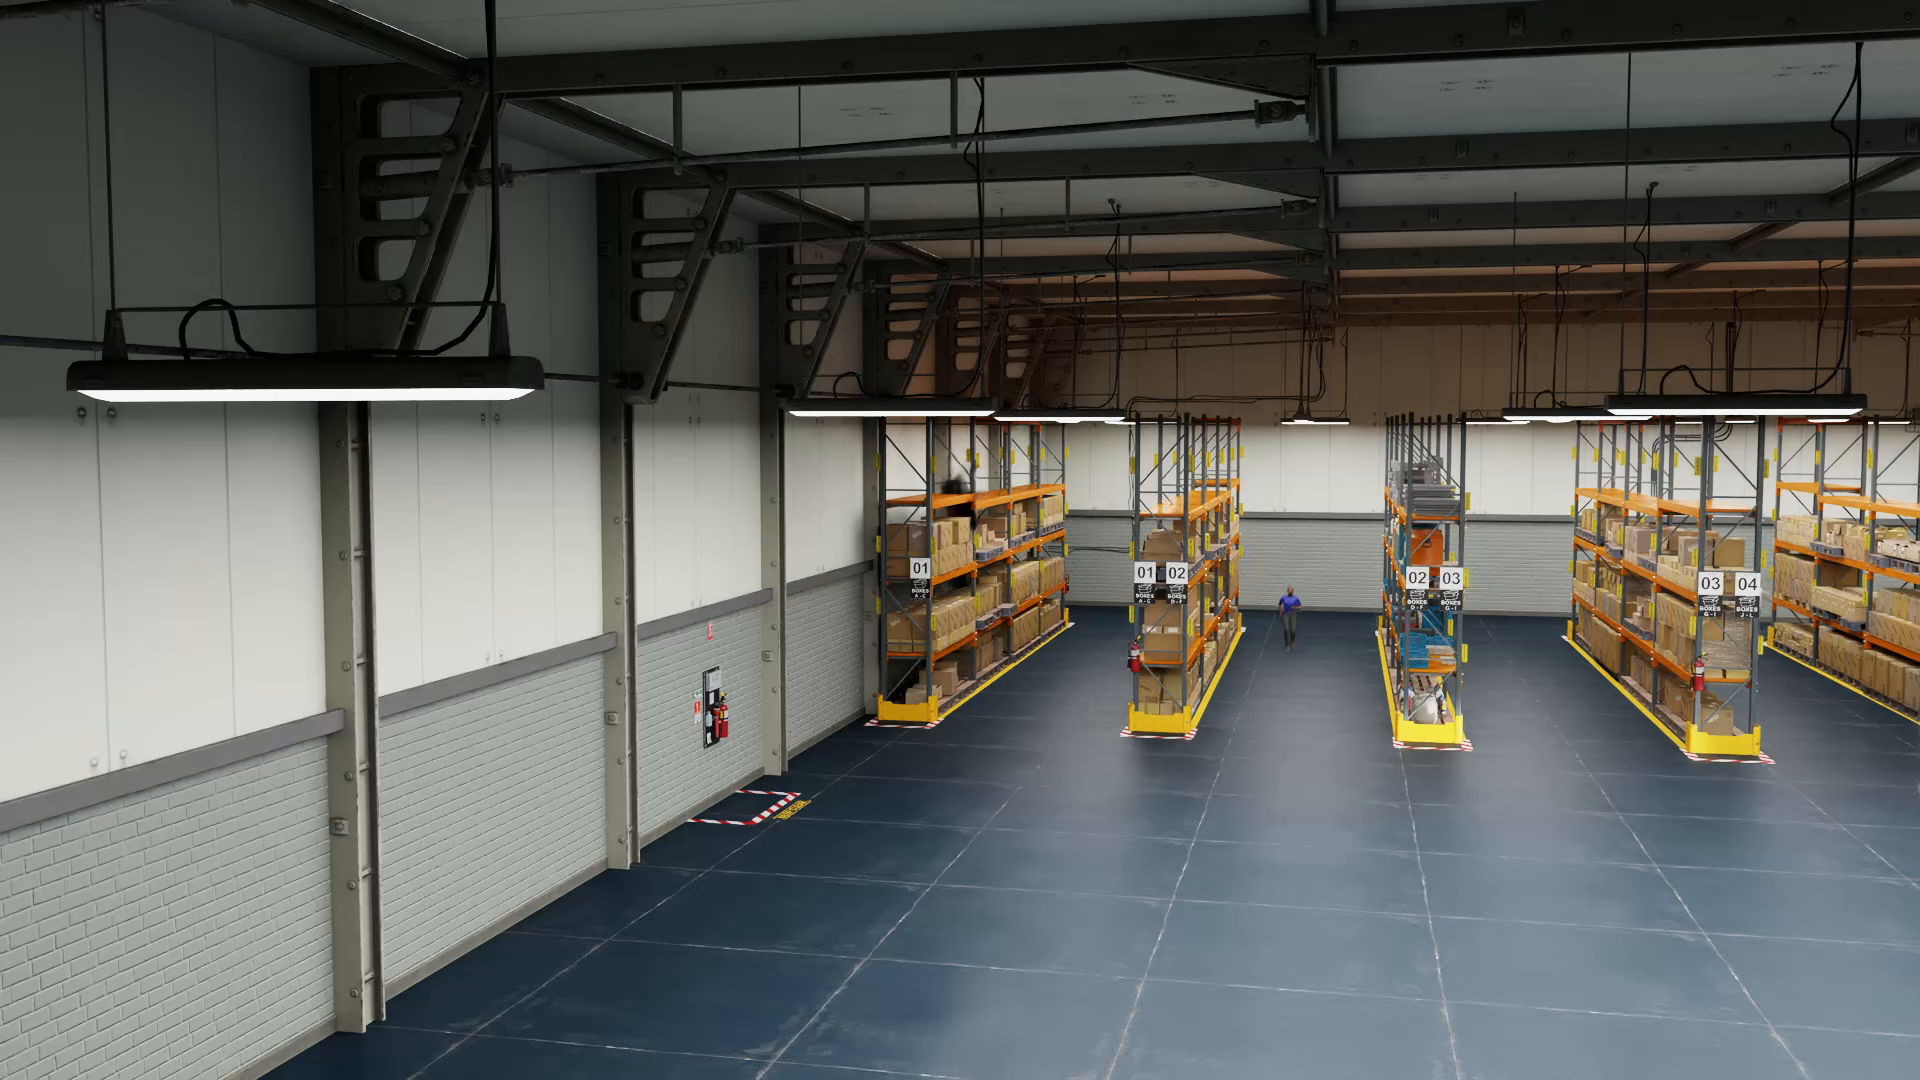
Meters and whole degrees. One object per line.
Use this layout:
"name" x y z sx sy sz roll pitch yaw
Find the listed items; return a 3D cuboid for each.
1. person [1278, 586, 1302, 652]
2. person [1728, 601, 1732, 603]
"person" 8.454 1.995 42.596 0.575 1.644 0.941 1 4 8
"person" 20.402 1.902 44.427 0.707 1.661 0.751 -2 5 -31
